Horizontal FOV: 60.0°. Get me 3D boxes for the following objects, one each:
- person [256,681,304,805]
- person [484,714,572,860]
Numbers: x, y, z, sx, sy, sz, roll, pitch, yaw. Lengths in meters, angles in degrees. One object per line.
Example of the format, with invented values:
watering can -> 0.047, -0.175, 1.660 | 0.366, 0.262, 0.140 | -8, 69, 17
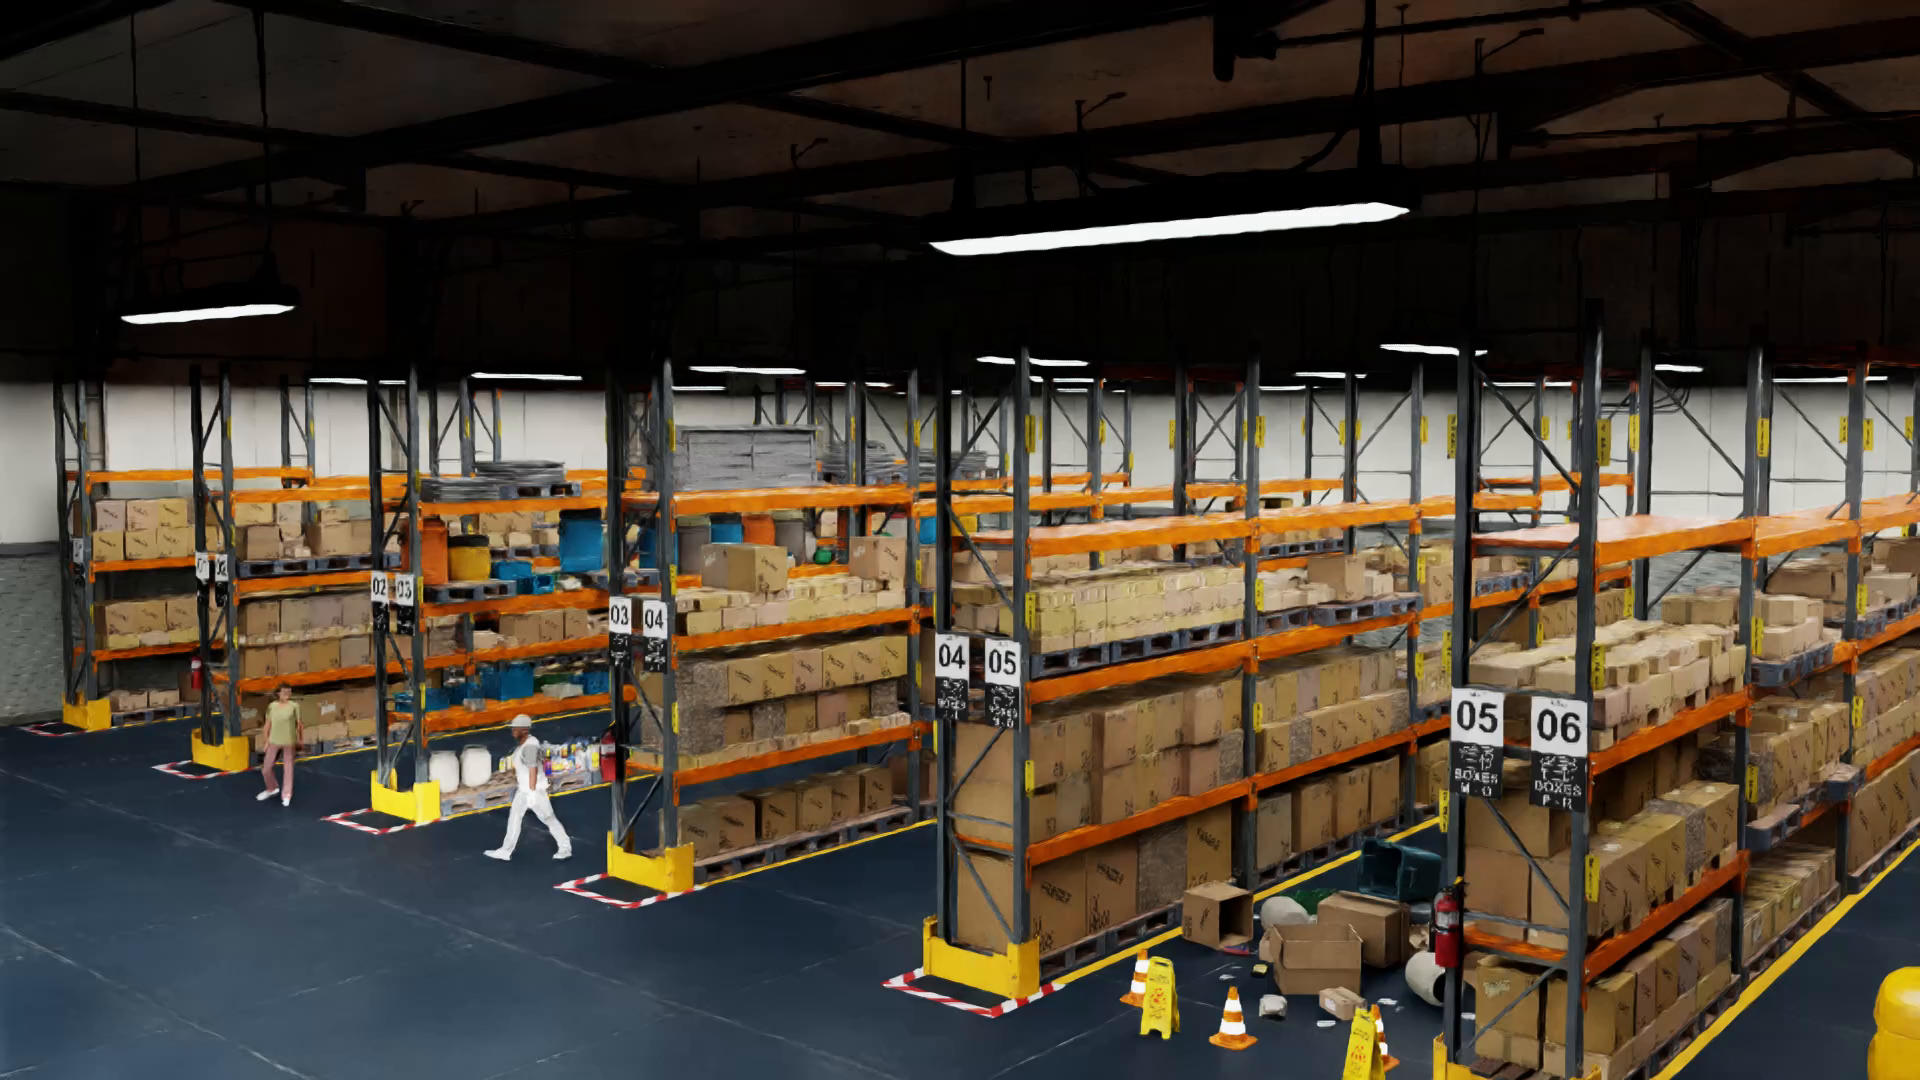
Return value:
person -> -9.129, 2.713, 22.280 | 0.622, 1.667, 0.438 | -1, 4, -15
person -> -5.059, 2.896, 19.449 | 0.963, 1.741, 0.608 | -2, 5, -26
